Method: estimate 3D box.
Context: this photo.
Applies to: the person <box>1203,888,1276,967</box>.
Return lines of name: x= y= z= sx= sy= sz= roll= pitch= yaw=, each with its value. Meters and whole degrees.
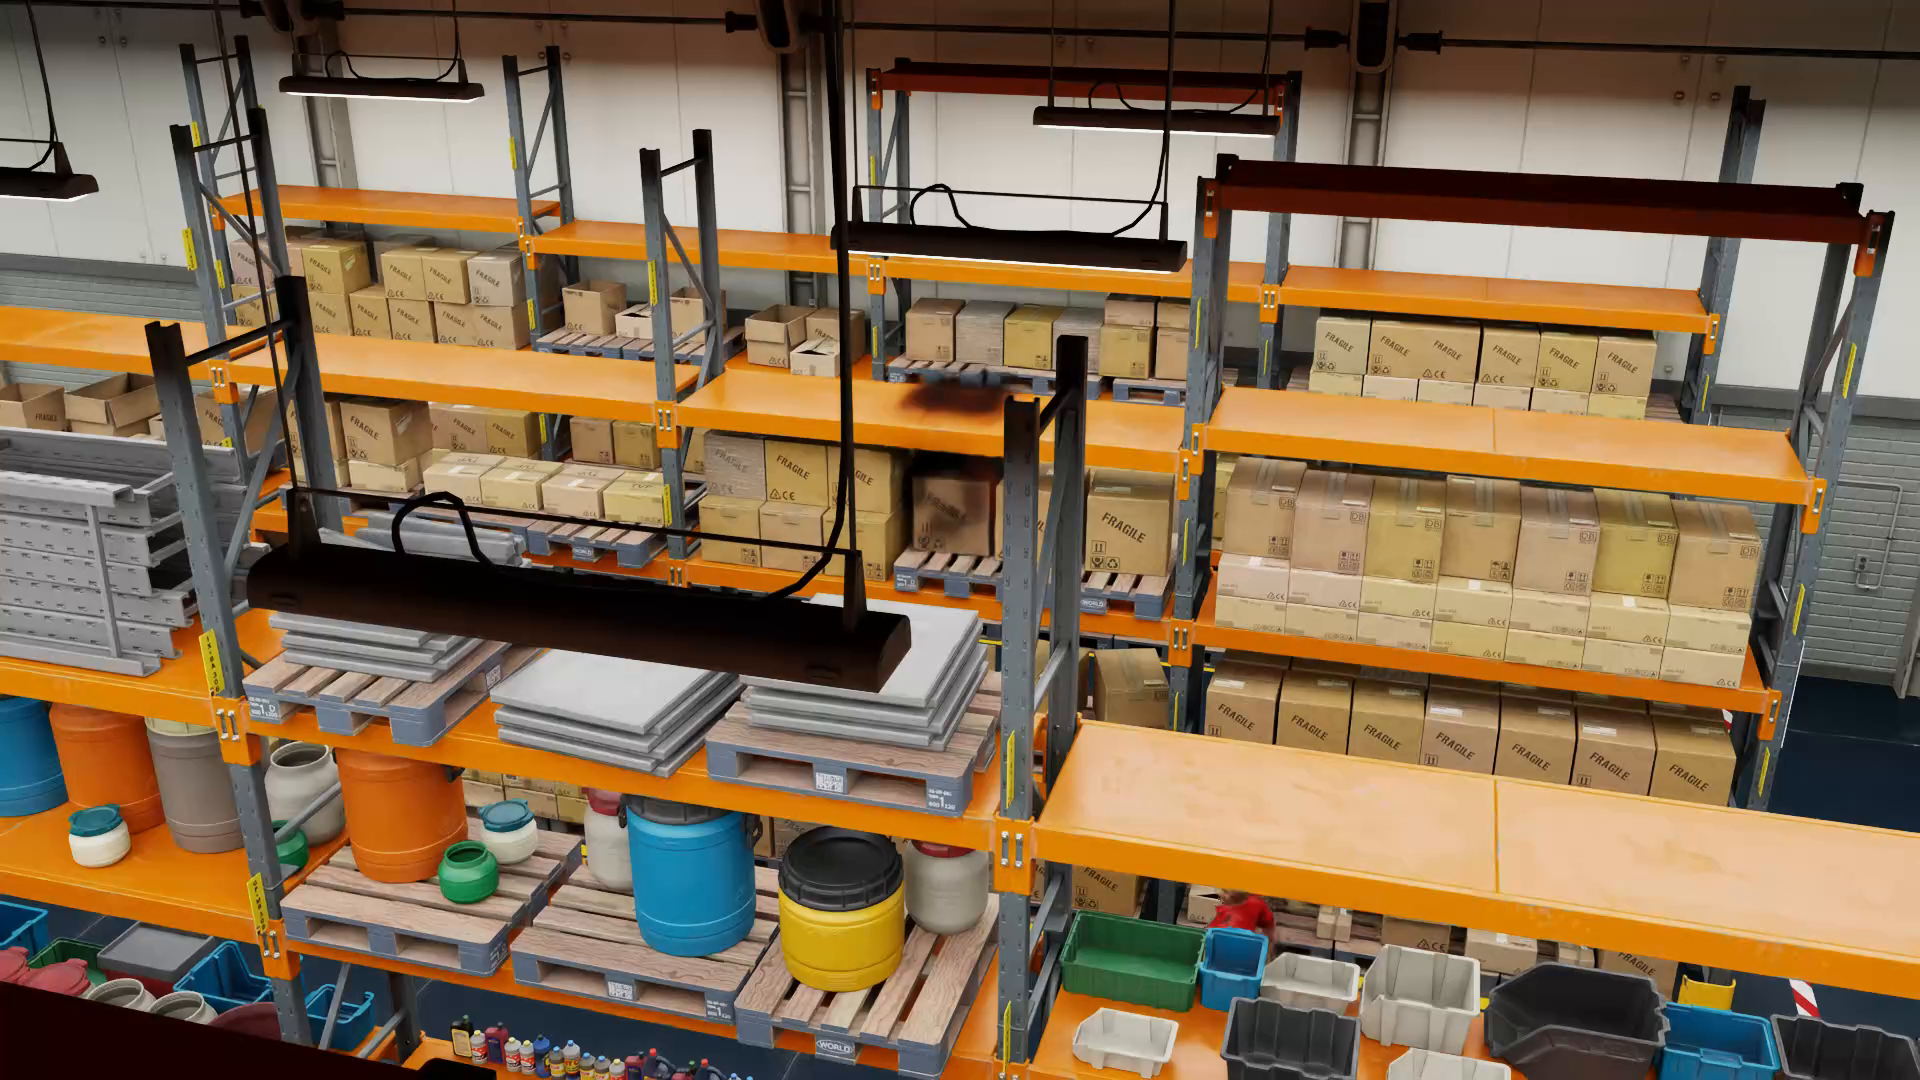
person: x=1.782 y=2.963 z=11.192 sx=0.976 sy=1.716 sz=0.575 roll=6 pitch=23 yaw=14

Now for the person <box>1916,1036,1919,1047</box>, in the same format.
person: x=6.276 y=3.331 z=10.593 sx=0.927 sy=1.639 sz=0.488 roll=3 pitch=23 yaw=6
